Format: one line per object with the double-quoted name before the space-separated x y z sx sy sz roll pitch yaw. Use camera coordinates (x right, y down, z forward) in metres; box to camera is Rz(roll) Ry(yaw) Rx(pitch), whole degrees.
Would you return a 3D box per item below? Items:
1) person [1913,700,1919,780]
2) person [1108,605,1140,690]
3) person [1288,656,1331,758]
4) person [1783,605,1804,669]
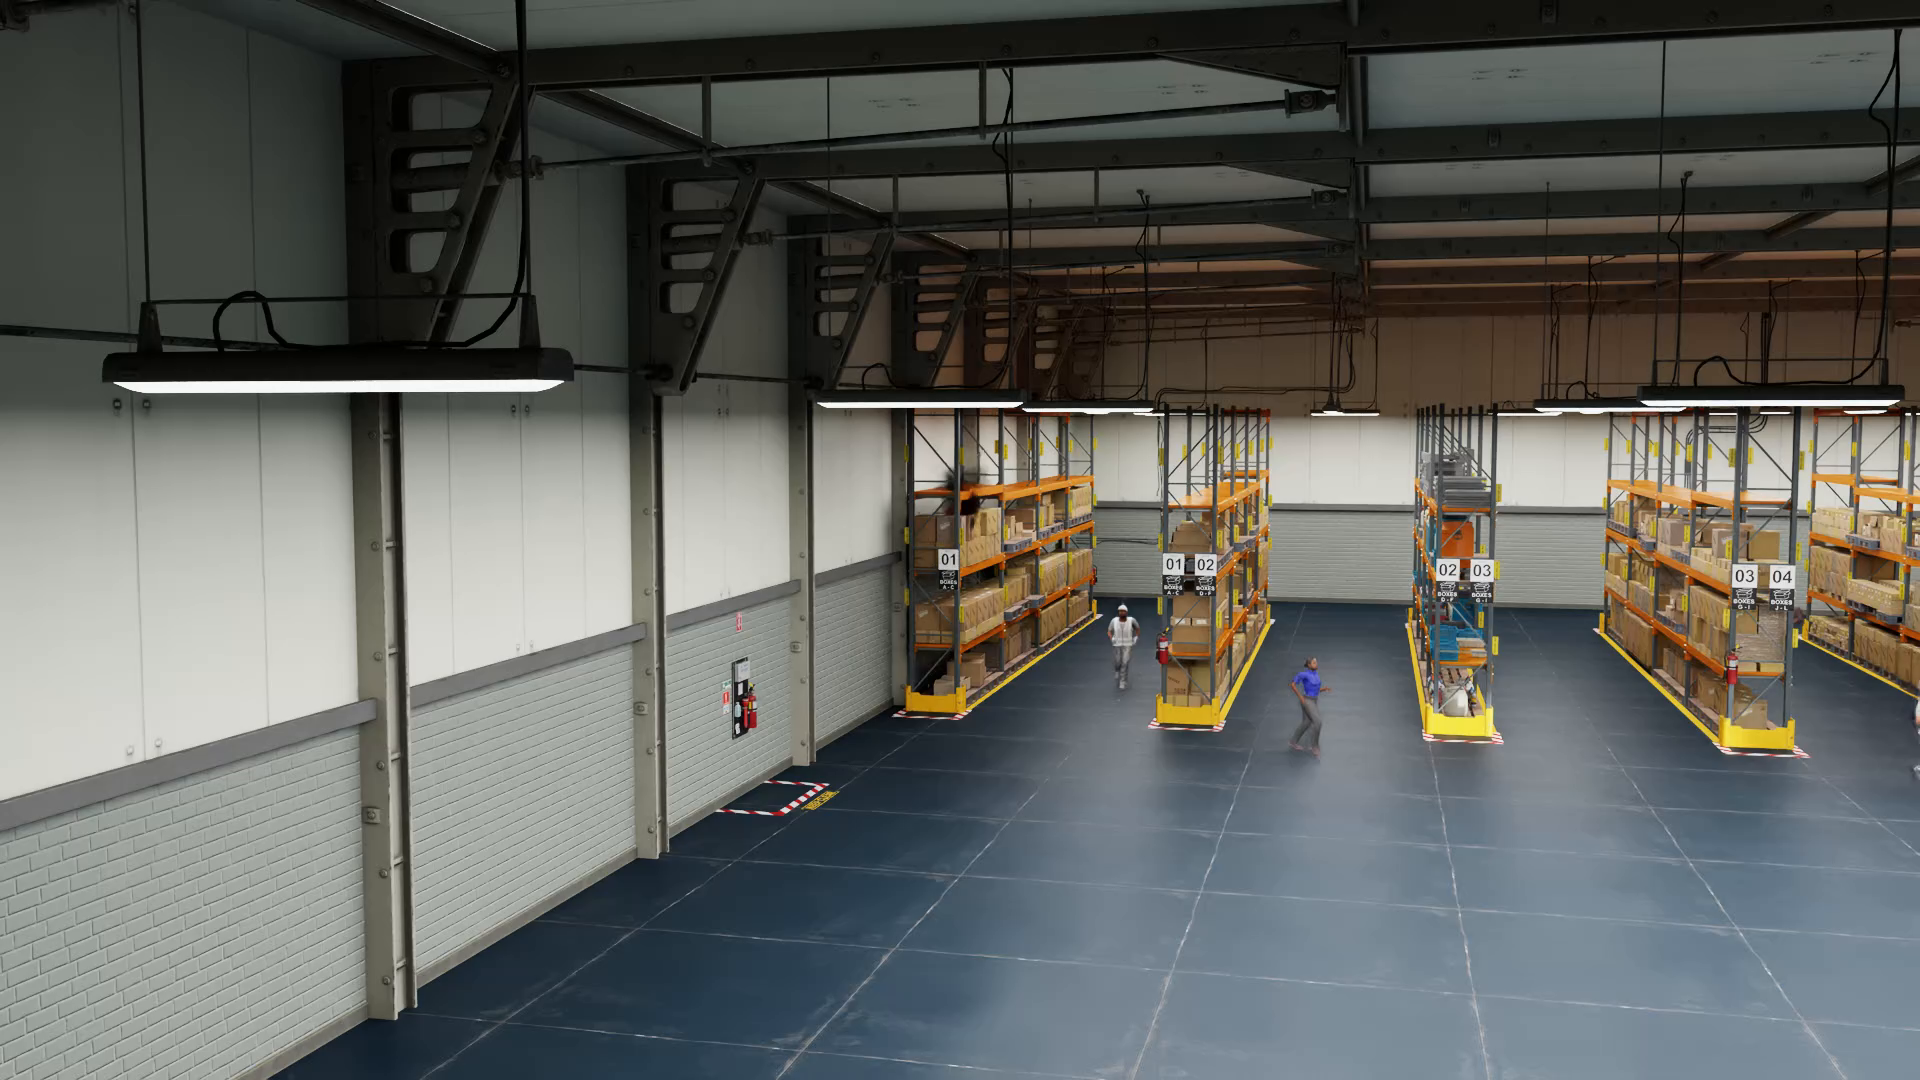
"person" 14.890 3.002 25.451 0.661 1.745 0.548 -3 5 -32
"person" 3.502 2.266 35.540 0.689 1.776 0.855 1 4 12
"person" 5.952 2.841 28.367 0.770 1.721 0.558 3 5 35
"person" 18.484 2.113 37.227 0.680 1.832 0.903 1 4 7
